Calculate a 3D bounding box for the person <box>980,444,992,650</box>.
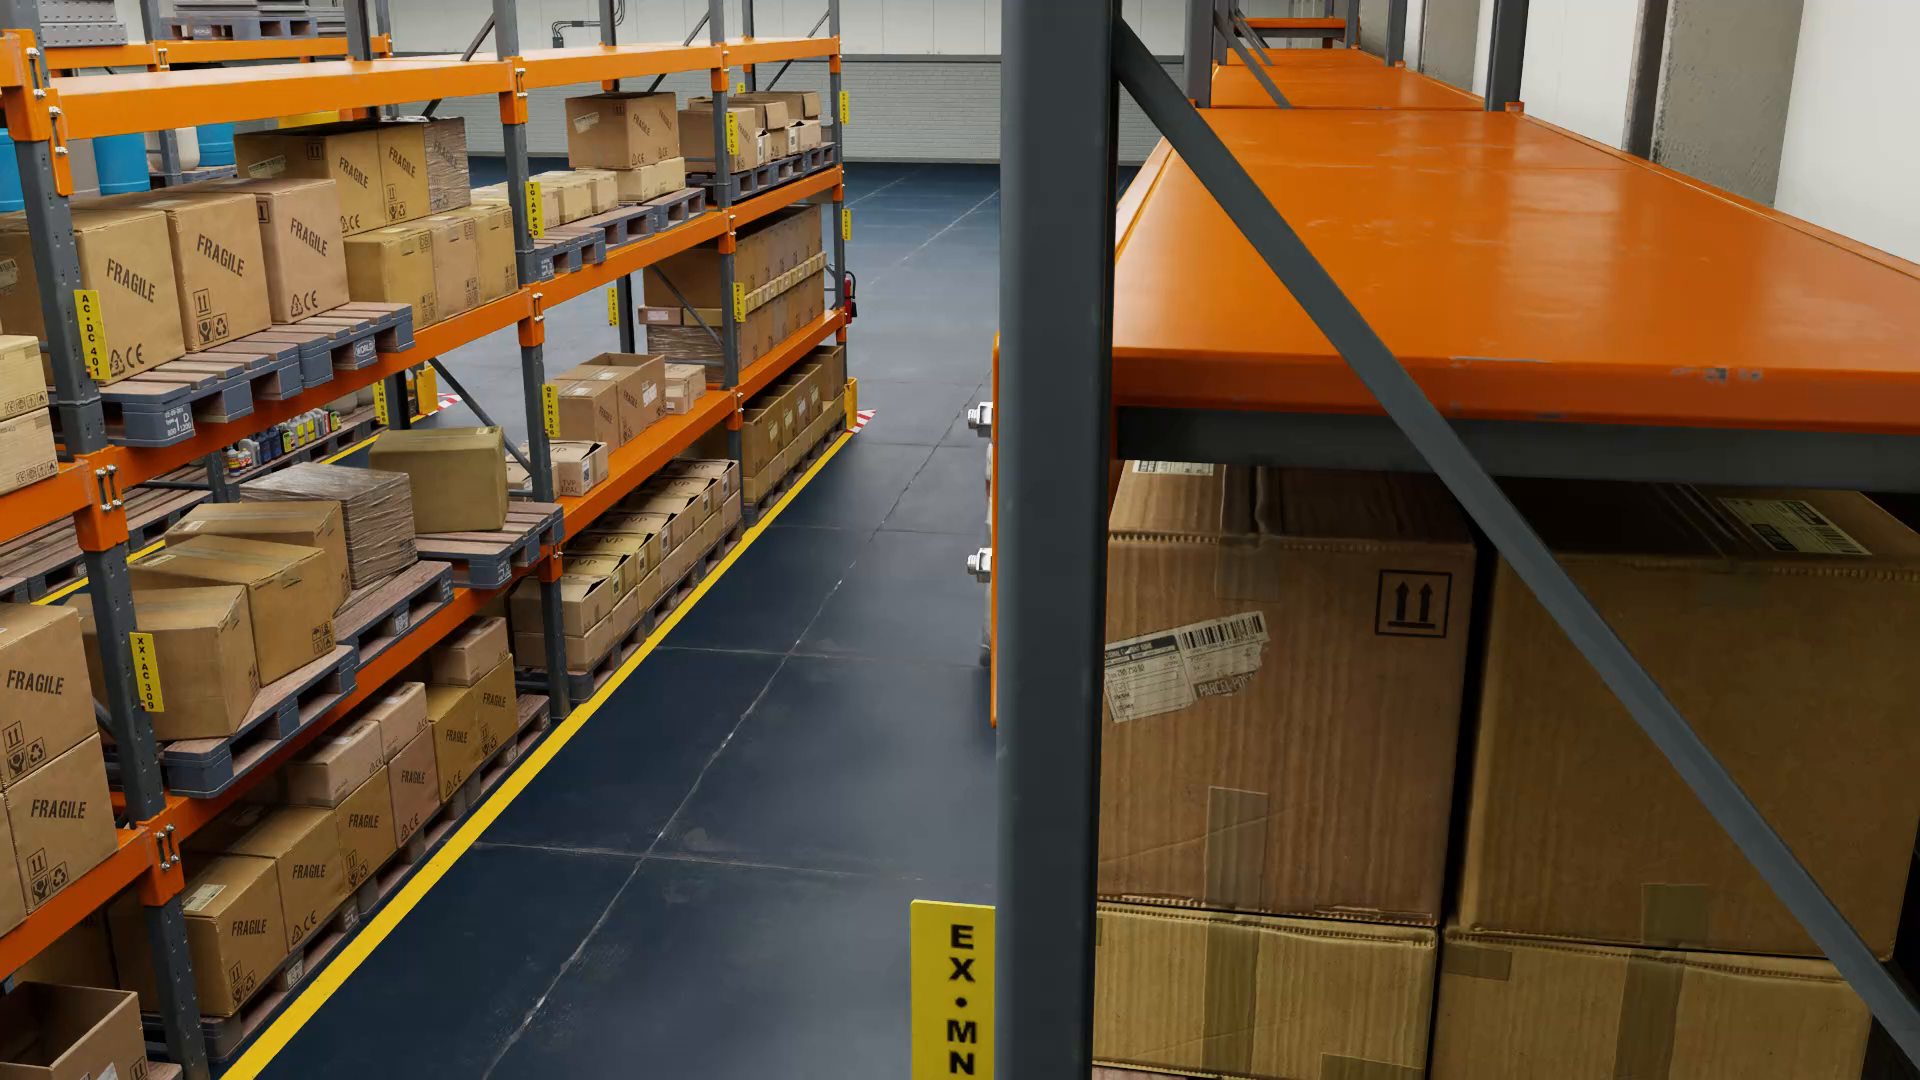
[{"bbox_3d":[0.371,-0.073,11.798,0.567,1.792,0.746,12,22,34],"label":"person"}]
